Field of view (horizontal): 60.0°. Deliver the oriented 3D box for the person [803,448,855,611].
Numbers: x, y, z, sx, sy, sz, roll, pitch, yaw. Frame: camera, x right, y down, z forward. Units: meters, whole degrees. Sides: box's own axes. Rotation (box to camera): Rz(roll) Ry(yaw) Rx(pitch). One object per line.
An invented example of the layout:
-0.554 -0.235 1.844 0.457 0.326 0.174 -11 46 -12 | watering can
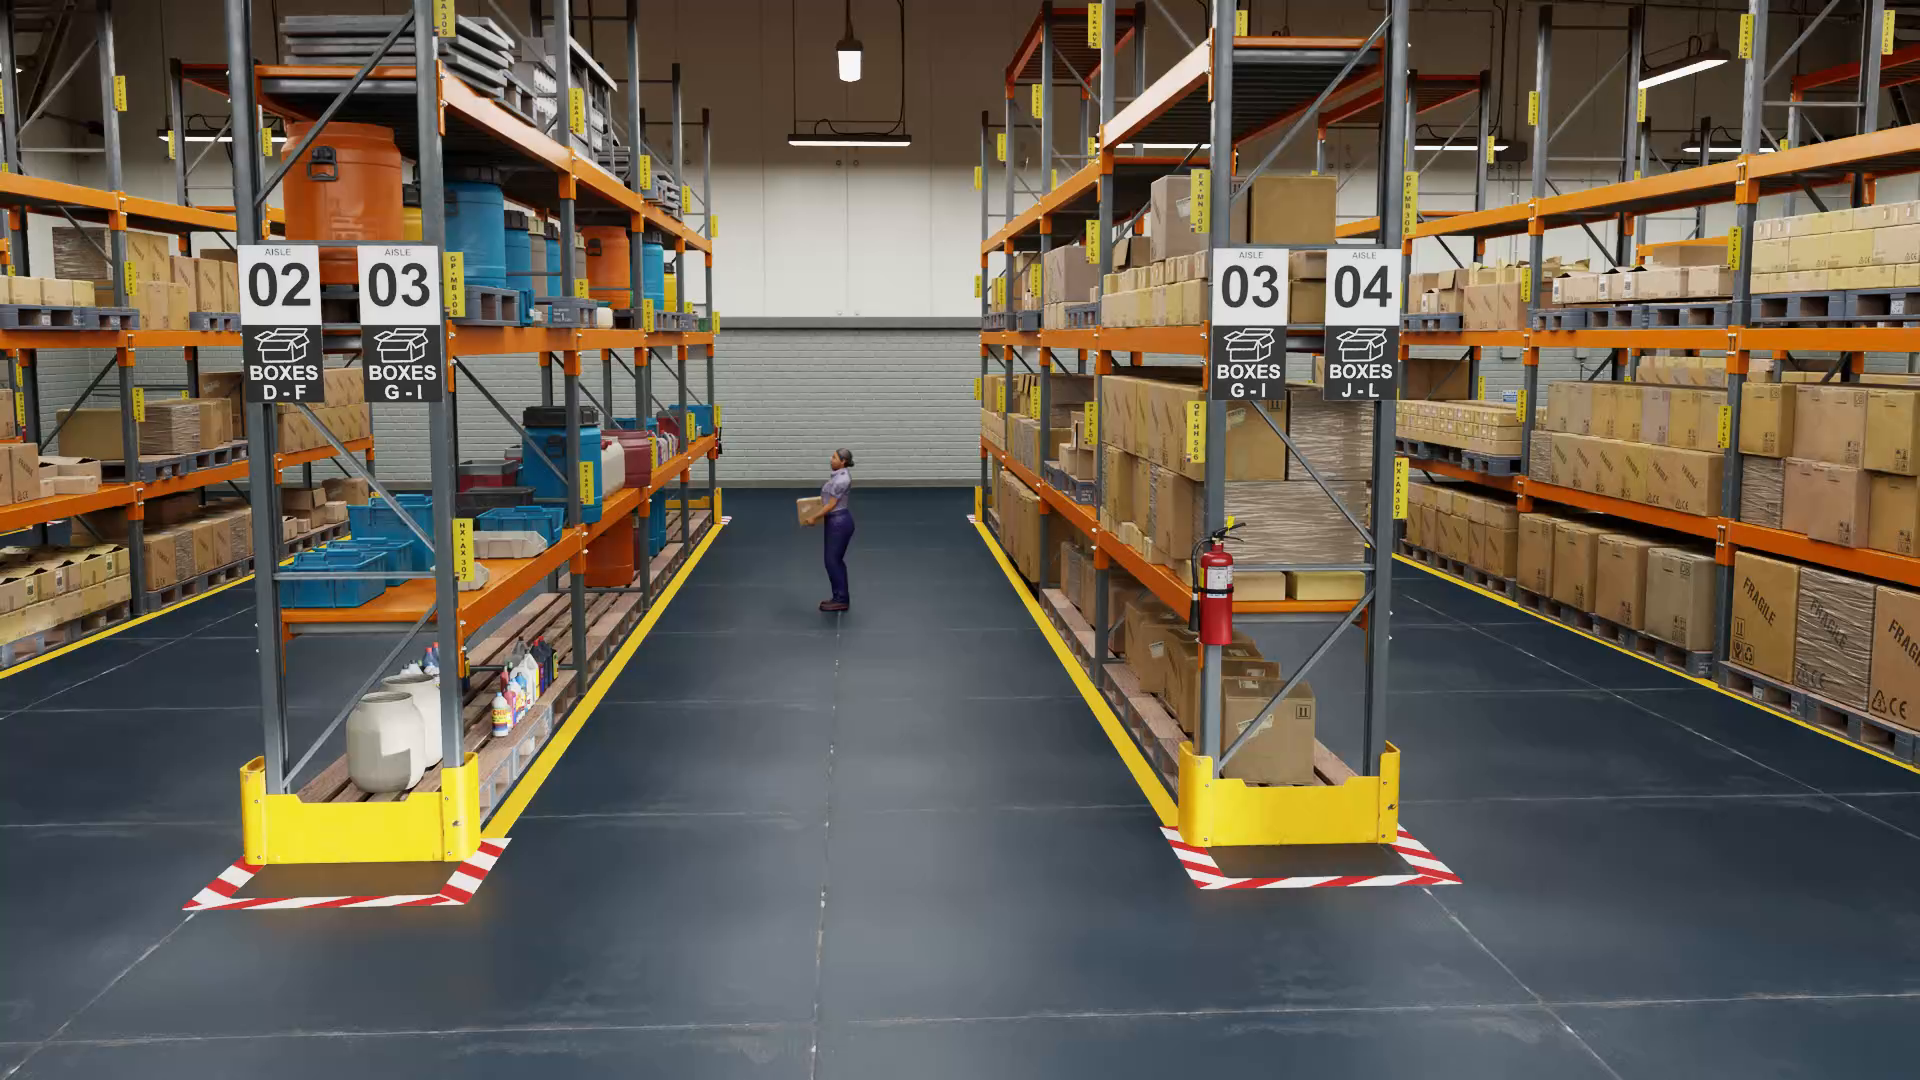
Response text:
-1.323 -0.115 16.833 0.524 1.628 0.452 0 7 -3 | person
